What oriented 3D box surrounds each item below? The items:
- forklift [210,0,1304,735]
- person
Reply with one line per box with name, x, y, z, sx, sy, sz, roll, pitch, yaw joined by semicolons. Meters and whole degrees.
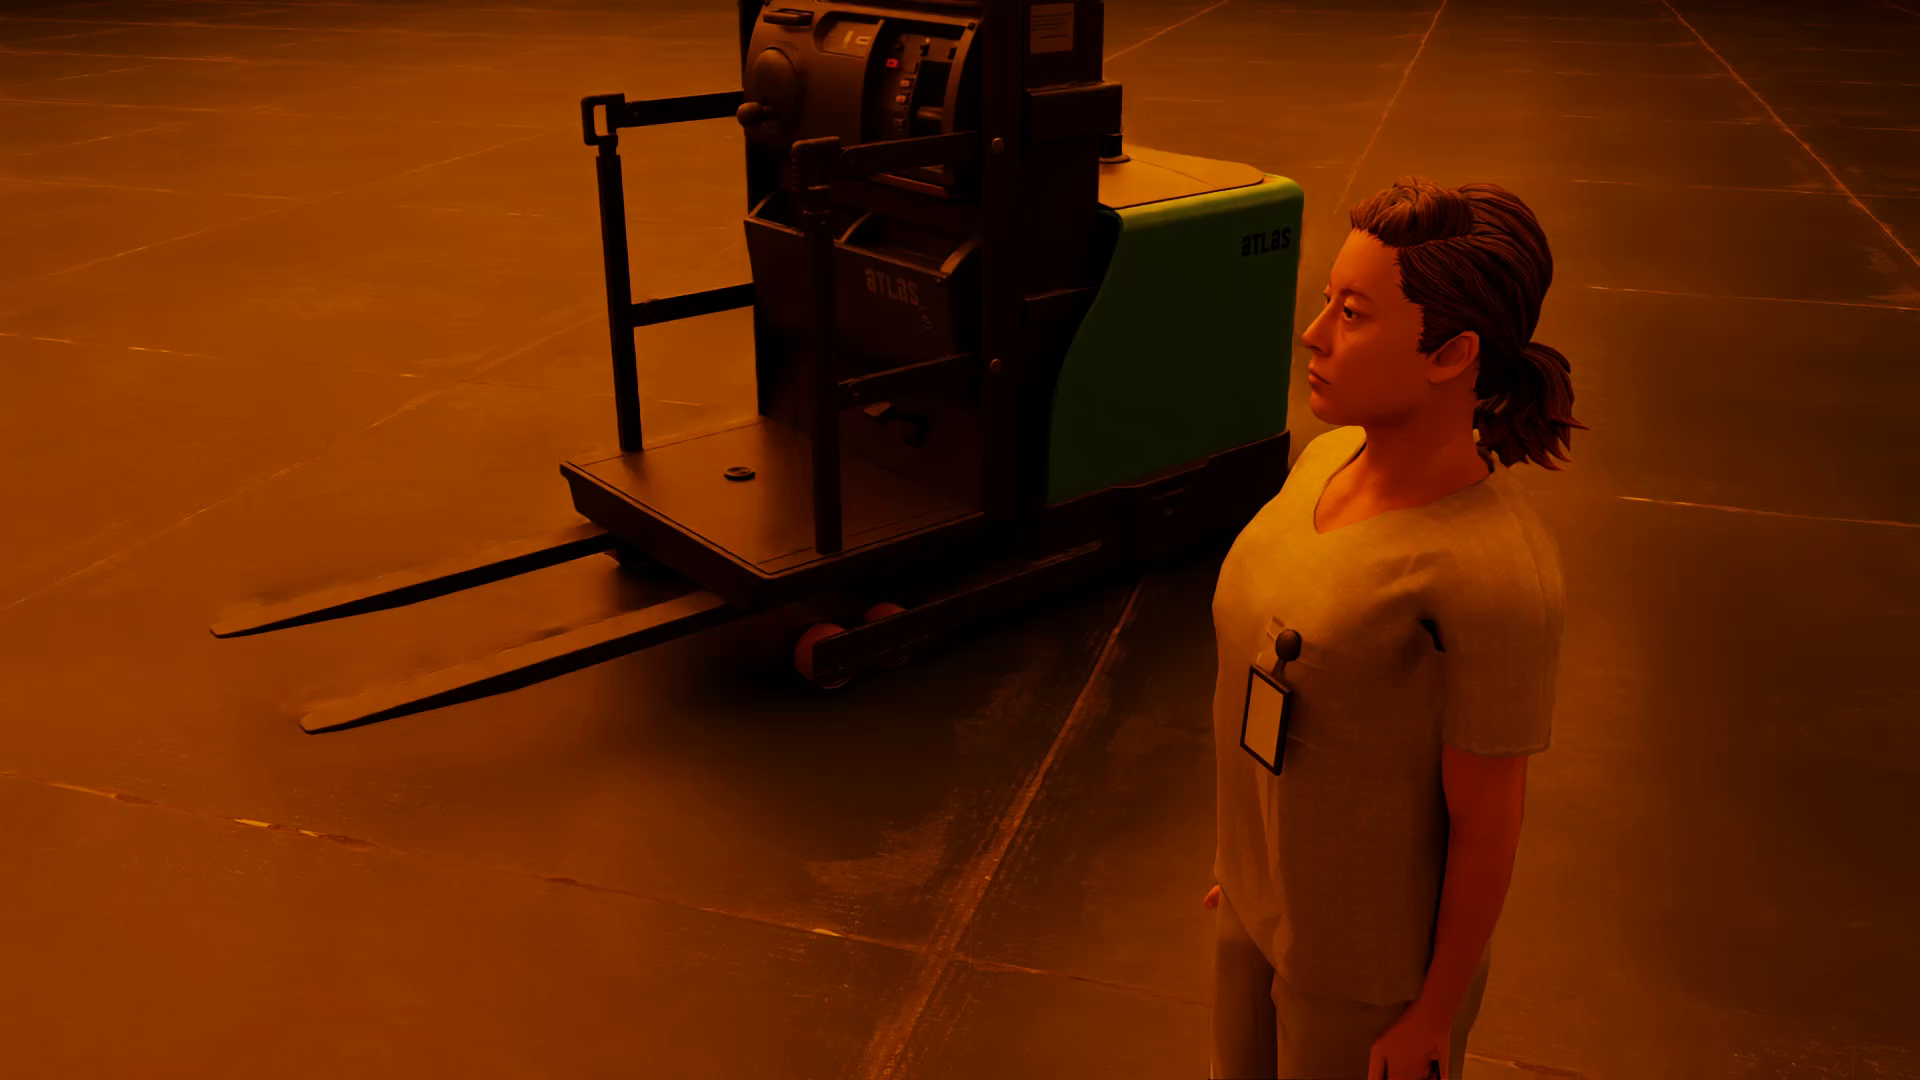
forklift;-0.434;-1.204;4.195;3.031;2.935;1.130;-17;28;-36
person;0.420;0.437;1.872;0.384;1.671;0.437;-7;23;-16
